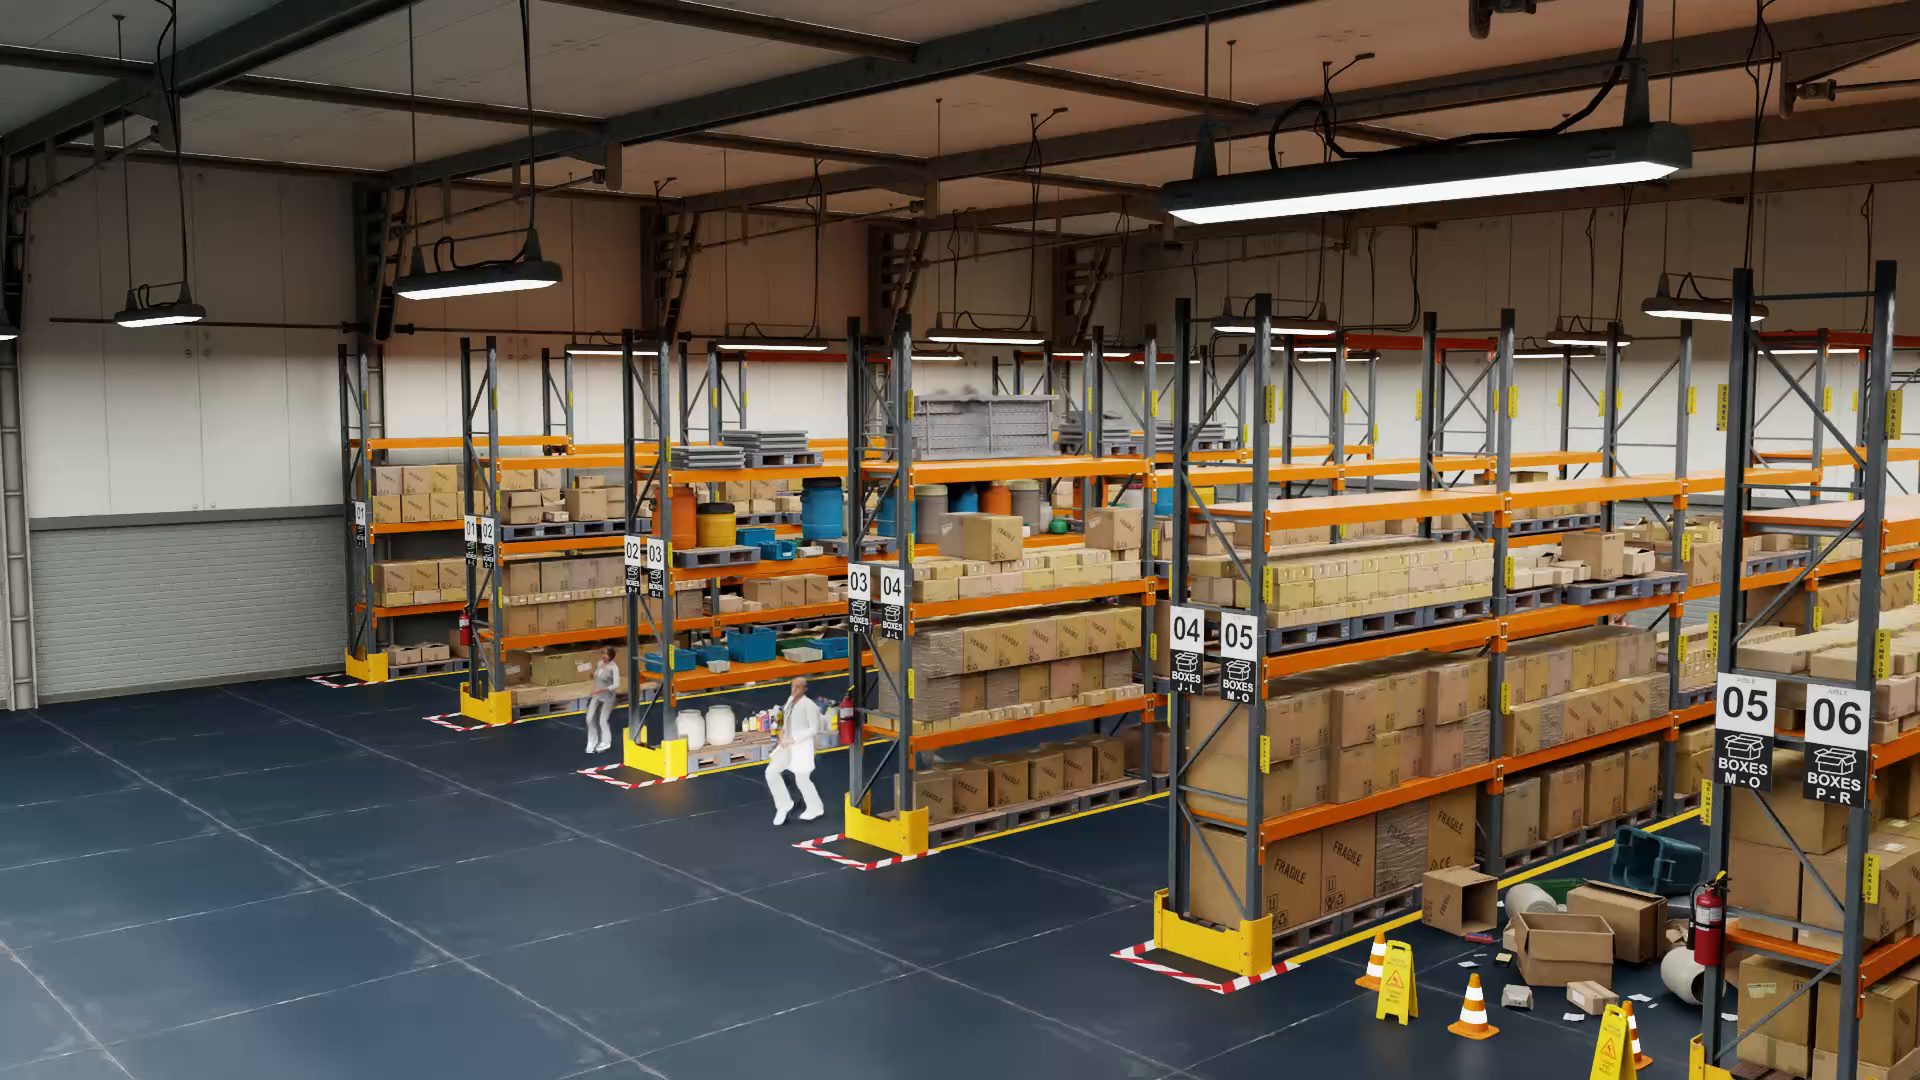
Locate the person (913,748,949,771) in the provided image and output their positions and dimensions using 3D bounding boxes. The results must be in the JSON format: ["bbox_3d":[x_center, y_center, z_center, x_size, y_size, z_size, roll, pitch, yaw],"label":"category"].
[{"bbox_3d":[-0.475,2.436,21.315,0.843,1.638,0.619,-5,7,-44],"label":"person"}]

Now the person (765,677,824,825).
[{"bbox_3d":[-1.930,2.520,19.870,0.720,1.800,0.719,-5,7,-44],"label":"person"}]

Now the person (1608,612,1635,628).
[{"bbox_3d":[10.516,1.912,26.616,0.663,1.749,0.786,5,7,42],"label":"person"}]

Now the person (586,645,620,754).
[{"bbox_3d":[-5.061,2.269,23.639,0.548,1.571,0.594,2,5,21],"label":"person"}]
